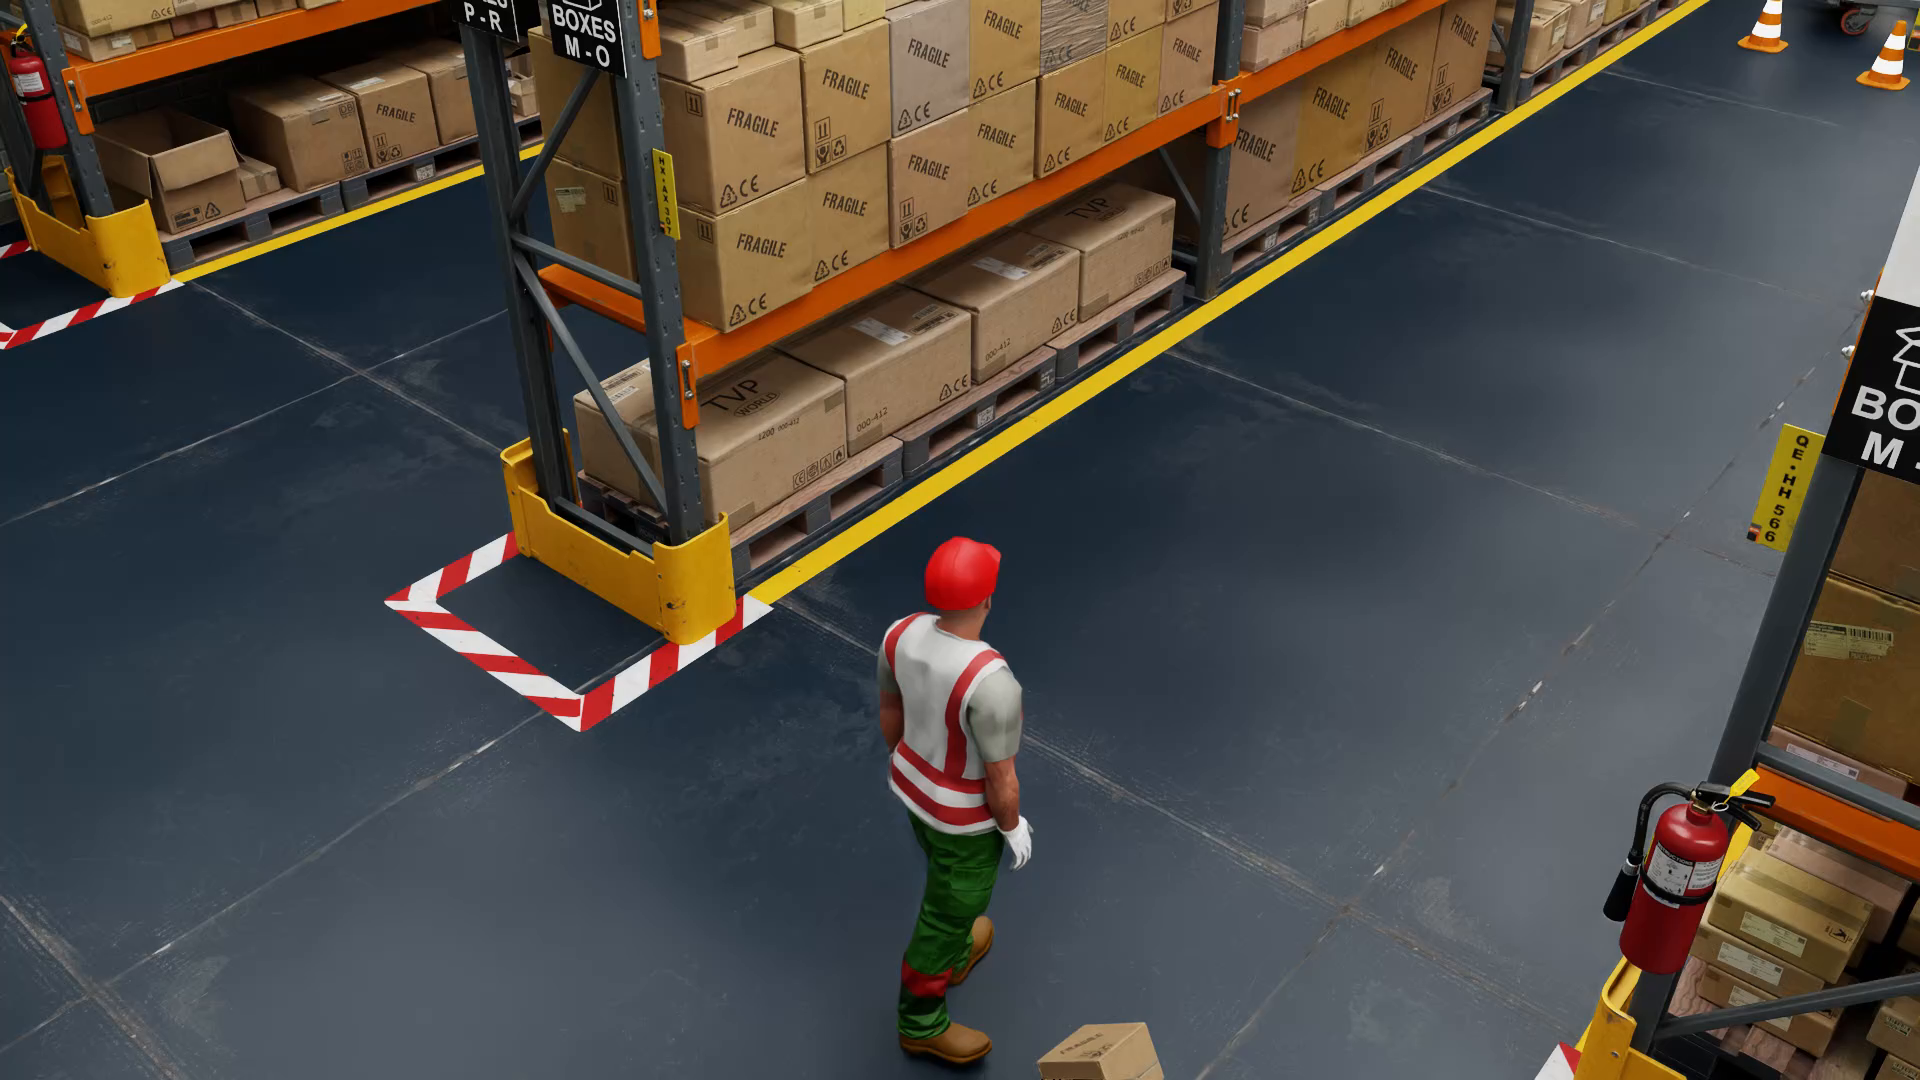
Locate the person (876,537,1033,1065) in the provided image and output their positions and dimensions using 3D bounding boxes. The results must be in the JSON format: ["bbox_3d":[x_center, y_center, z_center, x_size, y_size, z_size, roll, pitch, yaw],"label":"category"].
[{"bbox_3d":[-0.022,0.774,5.003,0.558,1.791,0.573,-23,41,-29],"label":"person"}]
